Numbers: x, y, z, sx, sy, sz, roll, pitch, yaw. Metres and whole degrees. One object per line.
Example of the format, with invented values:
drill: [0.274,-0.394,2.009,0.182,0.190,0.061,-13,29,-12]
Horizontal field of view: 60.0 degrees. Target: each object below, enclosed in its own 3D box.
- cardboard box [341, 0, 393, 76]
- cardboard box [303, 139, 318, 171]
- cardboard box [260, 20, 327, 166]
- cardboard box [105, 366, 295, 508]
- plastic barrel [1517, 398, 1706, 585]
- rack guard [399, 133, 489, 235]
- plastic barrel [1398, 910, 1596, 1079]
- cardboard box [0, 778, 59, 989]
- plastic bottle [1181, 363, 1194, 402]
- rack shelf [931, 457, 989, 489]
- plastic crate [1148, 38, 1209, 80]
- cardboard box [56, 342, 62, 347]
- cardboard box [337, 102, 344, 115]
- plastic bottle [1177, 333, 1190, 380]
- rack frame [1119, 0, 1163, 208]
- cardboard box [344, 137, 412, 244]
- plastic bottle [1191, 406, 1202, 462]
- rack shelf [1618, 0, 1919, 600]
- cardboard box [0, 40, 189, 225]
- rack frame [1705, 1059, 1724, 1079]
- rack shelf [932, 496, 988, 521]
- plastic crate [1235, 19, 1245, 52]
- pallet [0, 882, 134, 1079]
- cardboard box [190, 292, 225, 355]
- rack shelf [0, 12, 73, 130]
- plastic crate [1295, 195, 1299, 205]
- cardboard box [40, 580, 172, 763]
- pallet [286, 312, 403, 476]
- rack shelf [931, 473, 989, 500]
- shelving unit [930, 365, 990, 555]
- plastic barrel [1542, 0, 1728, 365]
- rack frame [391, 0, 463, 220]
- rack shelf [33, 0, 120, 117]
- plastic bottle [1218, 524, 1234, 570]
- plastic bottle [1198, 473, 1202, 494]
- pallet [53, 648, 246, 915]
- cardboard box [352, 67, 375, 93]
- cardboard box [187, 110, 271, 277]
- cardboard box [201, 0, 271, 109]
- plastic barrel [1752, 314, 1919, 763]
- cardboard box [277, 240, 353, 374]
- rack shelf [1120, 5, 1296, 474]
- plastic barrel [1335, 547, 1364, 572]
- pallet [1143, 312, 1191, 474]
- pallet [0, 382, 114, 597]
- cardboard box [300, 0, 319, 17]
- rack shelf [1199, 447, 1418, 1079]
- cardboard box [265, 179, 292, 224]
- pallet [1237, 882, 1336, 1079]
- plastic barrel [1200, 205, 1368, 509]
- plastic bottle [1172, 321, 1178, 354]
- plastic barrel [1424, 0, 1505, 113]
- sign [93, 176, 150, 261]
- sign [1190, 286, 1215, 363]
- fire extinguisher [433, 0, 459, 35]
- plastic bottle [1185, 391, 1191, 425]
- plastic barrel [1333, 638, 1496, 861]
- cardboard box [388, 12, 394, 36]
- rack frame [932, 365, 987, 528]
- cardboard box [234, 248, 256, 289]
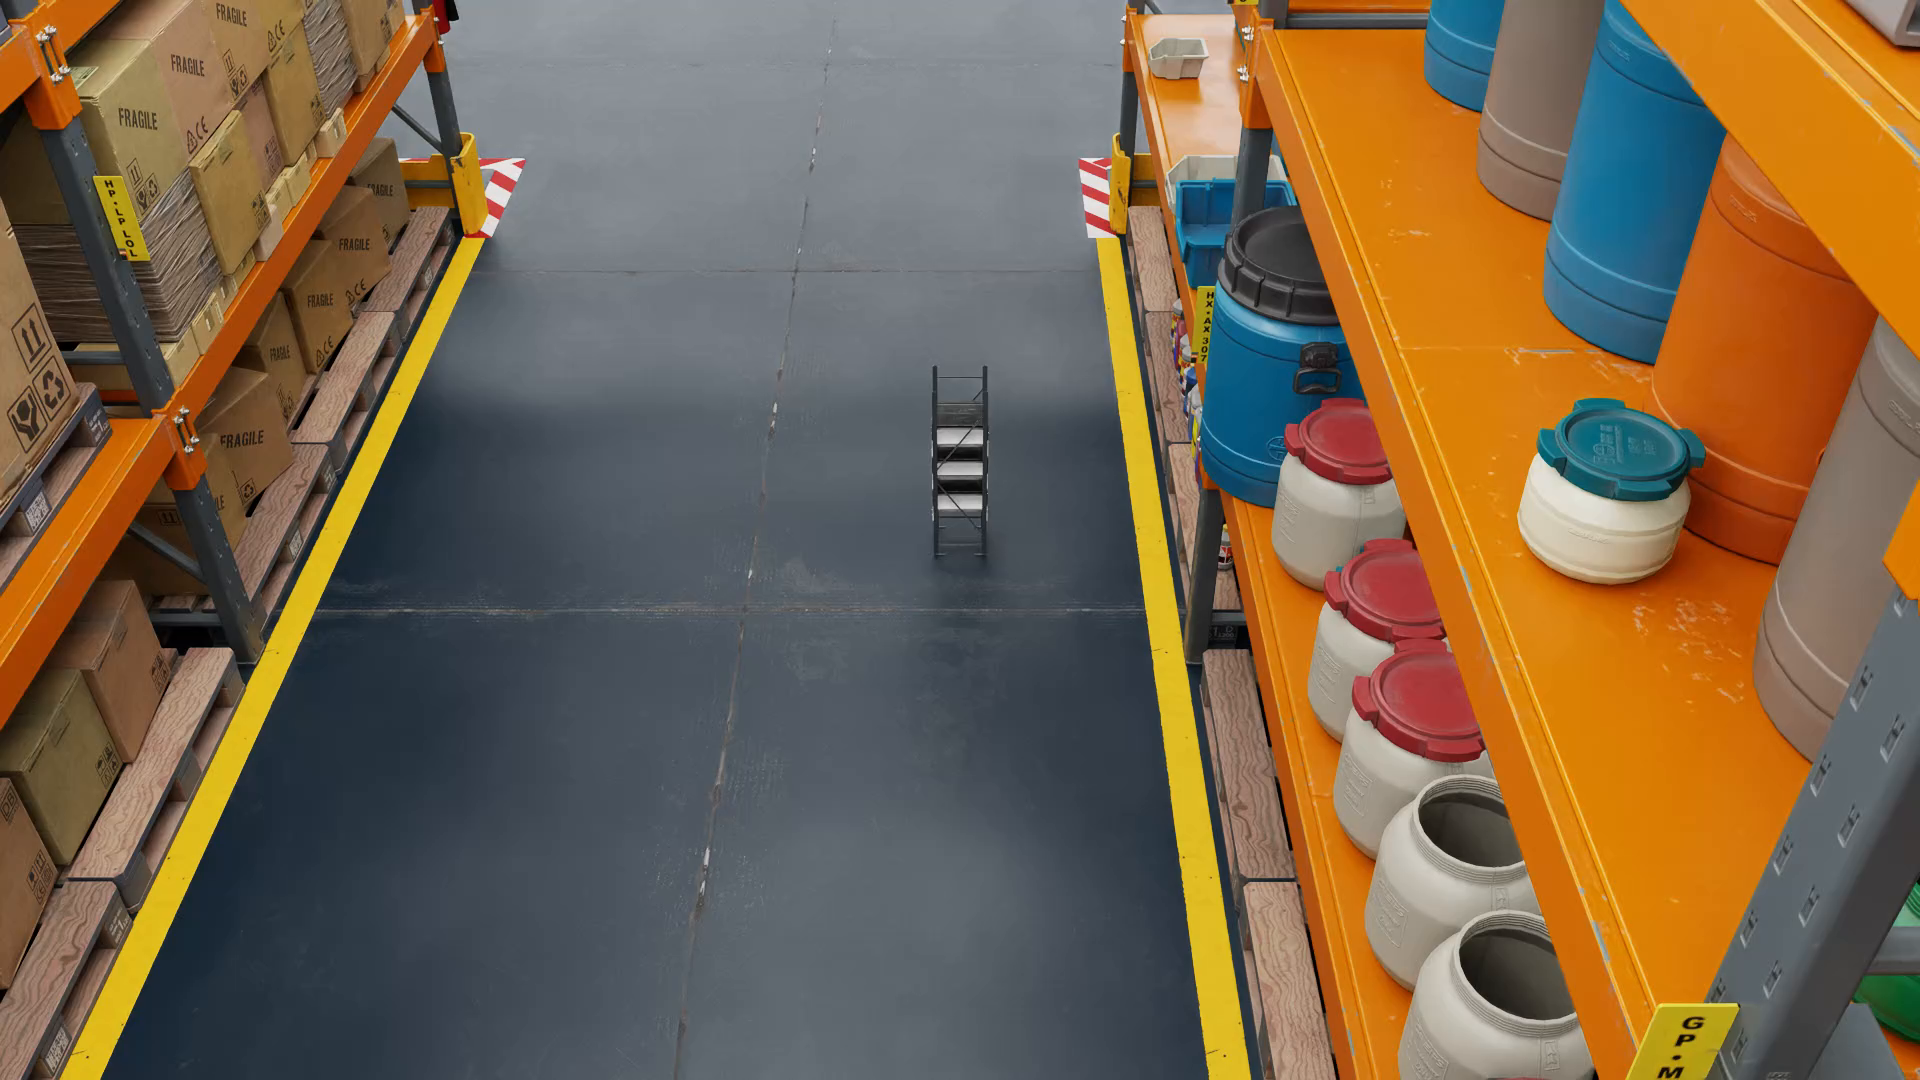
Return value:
cardboard box: [-3.403,-2.670,8.366,0.875,0.500,0.500,0,39,0]
cardboard box: [-3.253,-1.801,7.800,0.380,0.149,0.250,0,39,0]
cardboard box: [-3.457,-2.045,7.585,0.875,0.500,0.500,0,39,0]
cardboard box: [-3.461,-0.467,7.597,0.500,0.500,0.500,12,40,14]
plastic barrel: [1.230,-0.084,3.168,0.301,0.262,0.301,0,39,0]
rack guard: [-3.497,-2.149,10.032,1.175,0.500,0.348,0,39,0]
plastic barrel: [1.251,1.141,3.839,0.421,0.512,0.421,0,39,0]
cardboard box: [-3.530,1.166,5.544,0.700,0.500,0.500,-3,39,-4]
plastic bottle: [1.147,-0.782,8.213,0.097,0.201,0.097,0,39,0]
rack shelf: [0.000,-0.320,7.483,0.258,0.077,0.200,0,39,0]
plastic crate: [1.135,-2.513,8.698,0.298,0.136,0.250,0,39,0]
cardboard box: [-3.777,-0.863,6.629,0.380,0.149,0.250,0,39,0]
cardboard box: [-3.272,-2.114,8.190,0.380,0.149,0.250,0,39,0]
plastic bottle: [1.147,-0.934,8.347,0.097,0.271,0.097,0,39,0]
rack frame: [1.456,-3.175,9.314,1.000,3.000,0.127,0,39,0]
cardboard box: [-3.513,-1.970,9.472,0.500,0.500,0.500,7,39,8]
plastic bottle: [1.171,-0.536,7.787,0.144,0.351,0.185,0,39,0]
rack shelf: [1.463,-1.327,3.106,1.077,0.370,4.000,0,39,0]
cardboard box: [-3.239,-1.497,6.102,0.500,0.500,0.500,0,39,0]
rack frame: [1.465,1.827,3.071,1.000,3.000,0.127,0,39,0]
rack shelf: [0.000,-0.180,7.596,0.258,0.077,0.200,0,39,0]
plastic crate: [1.756,-2.805,8.970,0.499,0.251,0.616,0,39,0]
pallet: [-3.486,1.670,5.498,1.003,0.211,1.213,0,39,0]
cardboard box: [-3.179,-0.863,6.630,0.380,0.149,0.250,0,39,0]
rack shelf: [-3.490,-0.309,3.914,1.077,0.370,4.000,0,39,0]
plastic crate: [1.741,-1.440,7.318,0.450,0.188,0.662,0,39,0]
cardboard box: [-3.513,0.517,6.353,0.700,0.500,0.500,-3,39,-4]
pallet: [-3.533,-0.767,8.538,1.003,0.211,1.213,0,39,0]
rack shelf: [0.000,-0.250,7.539,0.258,0.077,0.200,0,39,0]
shelving unit: [0.000,-0.346,7.462,0.258,0.900,0.210,0,39,0]
plastic barrel: [1.680,-0.904,3.680,0.600,0.901,0.708,0,39,0]
rack frame: [-3.497,-3.172,9.309,1.000,3.000,0.127,0,39,0]
rack shelf: [-3.495,-2.811,7.035,1.077,0.370,4.000,0,39,0]
plastic bottle: [1.149,0.020,7.213,0.097,0.201,0.097,0,39,0]
plastic bottle: [1.171,-0.334,7.535,0.144,0.351,0.185,-2,39,-2]
pallet: [-3.490,0.905,6.452,1.003,0.211,1.213,0,39,0]
cardboard box: [-3.254,-2.427,8.580,0.380,0.149,0.250,0,39,0]
cardboard box: [-3.396,-1.420,6.805,0.875,0.500,0.500,0,39,0]
cardboard box: [-3.241,-2.123,6.883,0.500,0.500,0.500,0,39,0]
plastic barrel: [1.681,-0.052,2.617,0.600,0.901,0.600,0,39,0]
cardboard box: [-3.496,-1.204,8.517,0.500,0.500,0.500,3,39,4]
rack shelf: [1.458,-1.644,7.978,1.077,0.370,4.000,0,39,0]
plastic barrel: [1.309,0.208,5.203,0.301,0.262,0.301,0,39,0]
pallet: [1.497,-0.771,8.543,1.003,0.211,1.213,0,39,0]
pallet: [-3.637,-0.117,5.651,1.003,0.211,1.213,0,39,0]
cardboard box: [-3.245,-2.748,7.663,0.500,0.500,0.500,0,39,0]
rack shelf: [1.463,0.857,4.857,1.077,0.370,4.000,0,39,0]
cardboard box: [-3.218,-1.489,7.410,0.380,0.149,0.250,0,39,0]
pallet: [1.505,1.670,5.497,1.003,0.211,1.213,0,39,0]
plastic barrel: [1.158,-0.628,5.734,0.600,0.901,0.708,0,39,0]
plastic bottle: [1.147,-1.056,8.555,0.097,0.201,0.097,0,39,0]
plastic barrel: [1.678,-1.722,4.701,0.600,0.901,0.708,0,39,0]
sign: [-2.937,-1.125,5.829,0.100,0.325,0.005,0,39,0]
sign: [0.911,-0.788,6.114,0.100,0.325,0.005,0,39,0]
fire extinguisher: [-3.036,-3.213,9.423,0.296,0.674,0.183,0,39,0]
plastic bottle: [1.147,-0.654,8.053,0.097,0.201,0.097,0,39,0]
plastic barrel: [1.244,0.601,4.493,0.433,0.535,0.433,0,39,0]
cardboard box: [-3.290,-2.739,8.970,0.380,0.149,0.250,0,39,0]
rack frame: [0.000,-0.410,7.542,0.240,0.900,0.006,0,39,0]
cardboard box: [-3.217,-1.176,7.020,0.380,0.149,0.250,0,39,0]
